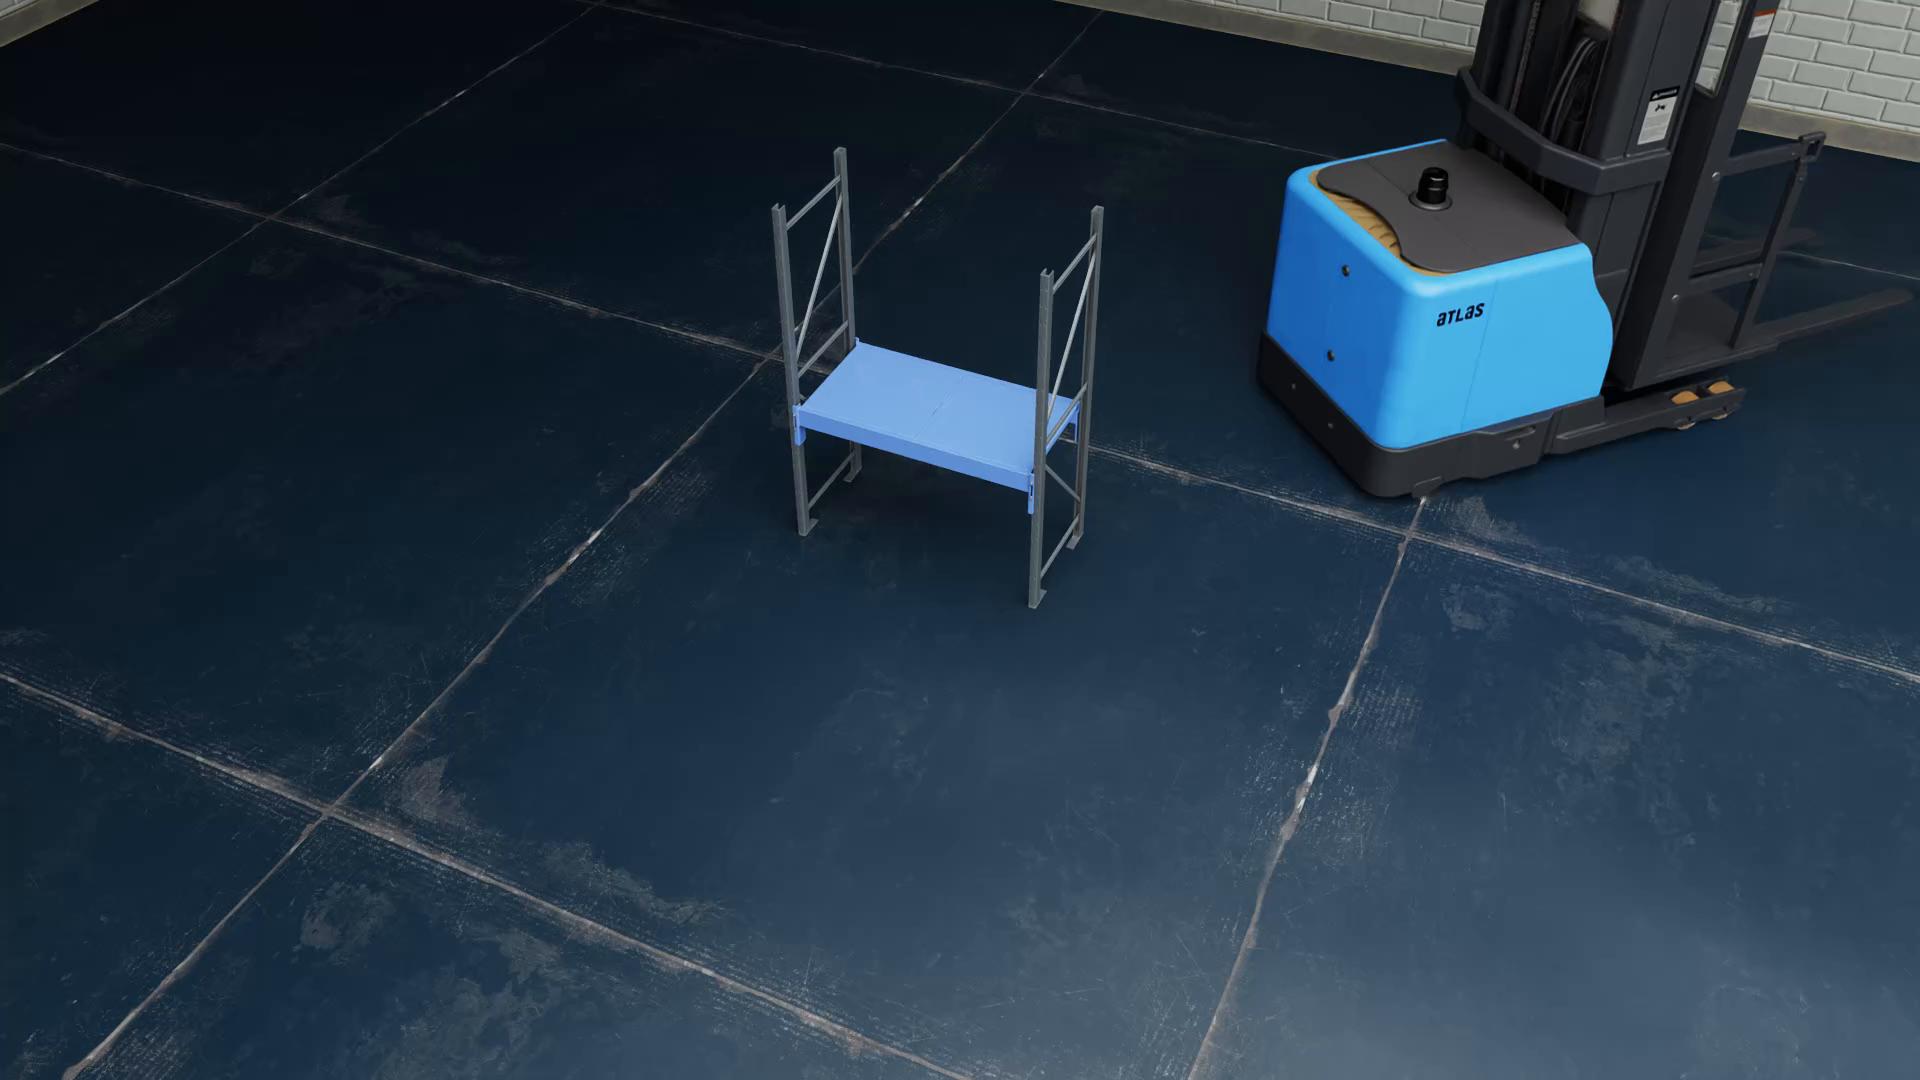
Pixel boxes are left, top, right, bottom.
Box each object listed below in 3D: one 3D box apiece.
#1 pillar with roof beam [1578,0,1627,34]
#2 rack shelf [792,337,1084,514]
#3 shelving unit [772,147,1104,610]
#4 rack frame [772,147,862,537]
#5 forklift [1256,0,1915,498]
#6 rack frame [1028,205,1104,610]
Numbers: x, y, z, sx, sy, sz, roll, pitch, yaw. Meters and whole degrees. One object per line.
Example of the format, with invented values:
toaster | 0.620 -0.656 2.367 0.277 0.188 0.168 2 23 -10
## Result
pillar with roof beam | 1.779 -3.347 3.742 0.400 9.000 9.100 17 44 19
rack shelf | -0.077 -0.454 6.404 1.000 0.185 0.538 17 44 19
shelving unit | -0.077 -0.590 6.286 1.048 1.500 0.538 17 44 19
rack frame | -0.538 -0.731 6.448 0.032 1.500 0.500 17 44 19
forklift | 2.906 -1.899 6.703 3.031 2.935 1.130 -15 43 -17
rack frame | 0.383 -0.450 6.124 0.032 1.500 0.500 17 44 19
